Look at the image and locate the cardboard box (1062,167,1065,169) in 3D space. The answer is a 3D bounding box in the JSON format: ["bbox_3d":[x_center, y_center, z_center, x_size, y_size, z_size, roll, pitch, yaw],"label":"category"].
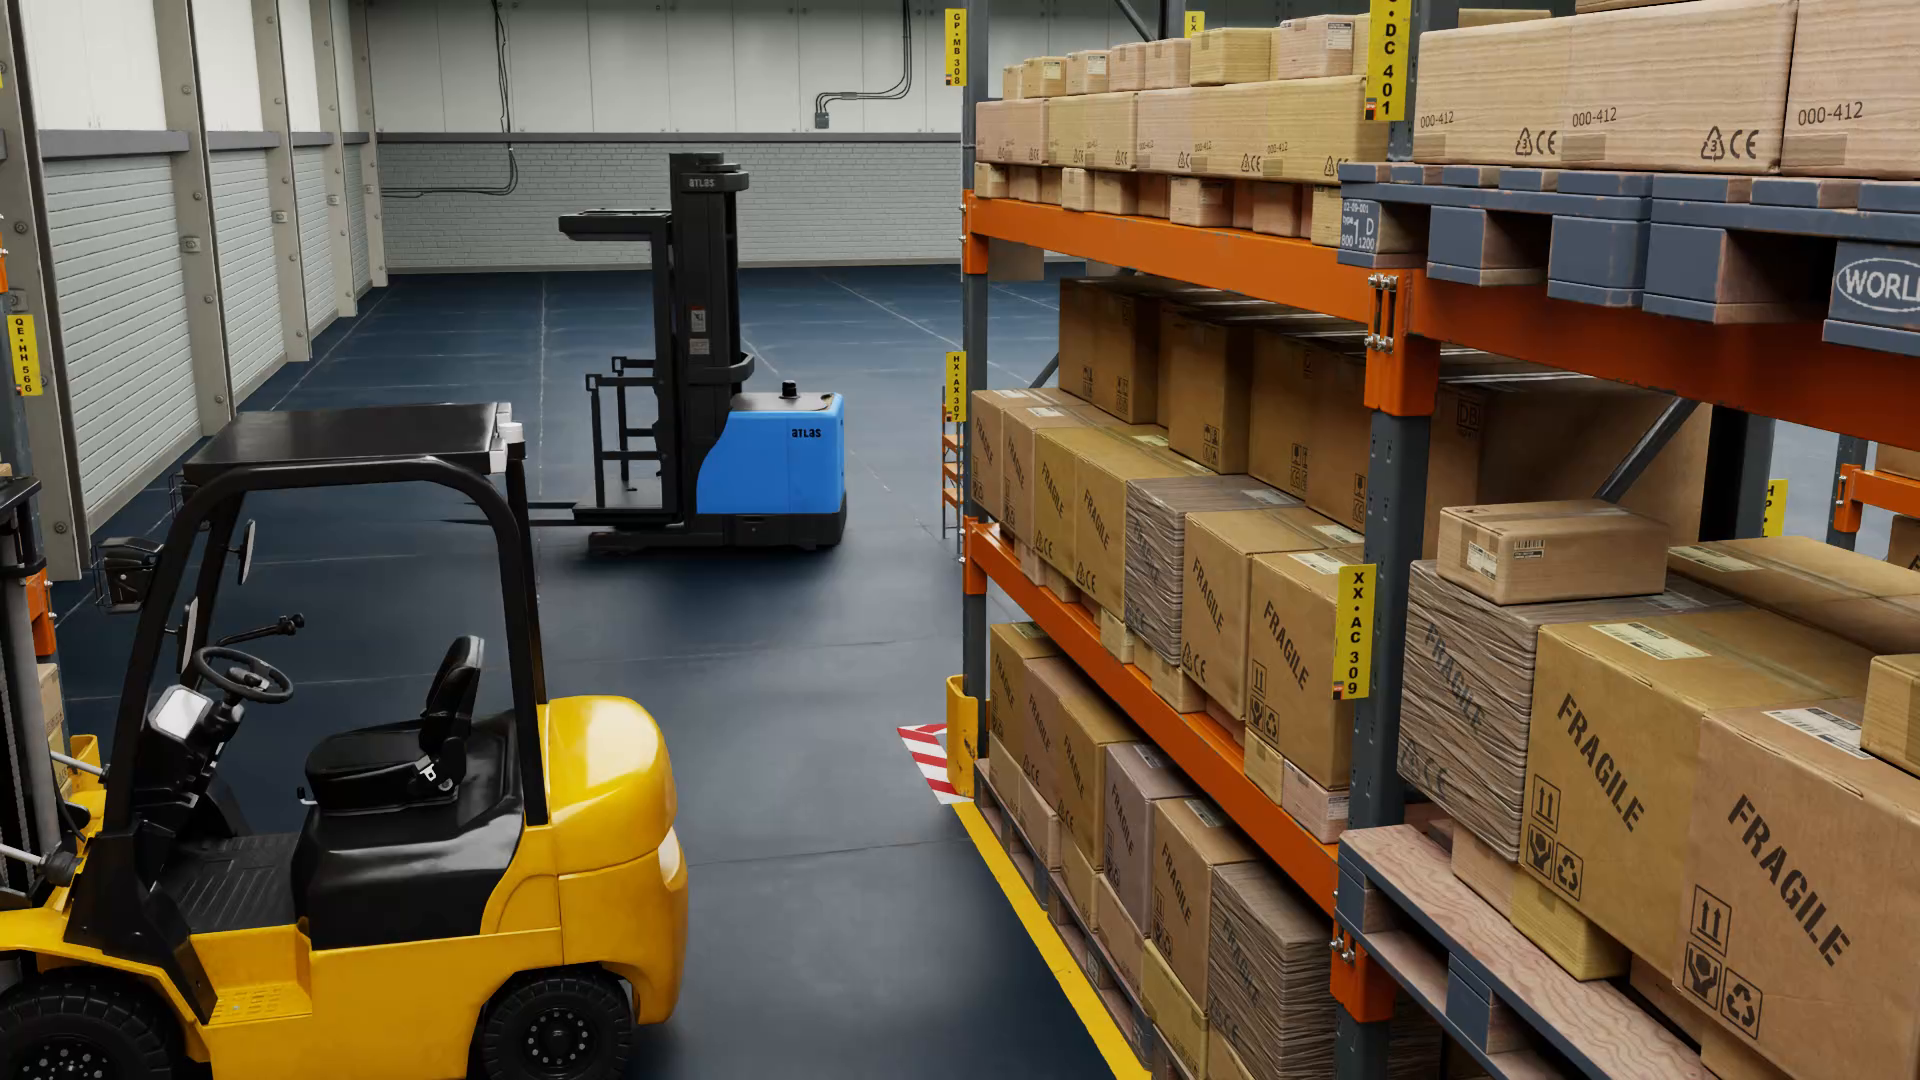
[{"bbox_3d":[0.601,-1.323,6.231,0.380,0.149,0.250,-4,14,-15],"label":"cardboard box"}]

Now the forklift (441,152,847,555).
[{"bbox_3d":[-2.422,-1.439,12.640,3.031,2.935,1.130,0,14,-1],"label":"forklift"}]

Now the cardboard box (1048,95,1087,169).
[{"bbox_3d":[0.626,-1.481,6.039,0.500,0.250,0.500,-3,14,-12],"label":"cardboard box"}]

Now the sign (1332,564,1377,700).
[{"bbox_3d":[0.927,0.216,3.897,0.100,0.325,0.005,-3,14,-13],"label":"sign"}]

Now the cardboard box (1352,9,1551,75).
[{"bbox_3d":[1.166,-1.179,3.959,0.380,0.149,0.250,-3,14,-12],"label":"cardboard box"}]

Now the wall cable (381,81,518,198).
[{"bbox_3d":[-11.476,-8.909,36.977,3.097,2.526,0.112,-3,14,-13],"label":"wall cable"}]

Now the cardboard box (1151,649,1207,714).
[{"bbox_3d":[0.839,0.436,5.353,0.380,0.149,0.250,-3,14,-14],"label":"cardboard box"}]

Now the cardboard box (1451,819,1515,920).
[{"bbox_3d":[1.275,0.668,3.517,0.380,0.149,0.250,-3,14,-12],"label":"cardboard box"}]

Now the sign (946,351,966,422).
[{"bbox_3d":[-0.015,-0.708,7.681,0.100,0.325,0.005,-3,14,-13],"label":"sign"}]

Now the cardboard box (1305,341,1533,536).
[{"bbox_3d":[1.461,-0.307,4.917,0.700,0.500,0.500,-3,14,-13],"label":"cardboard box"}]

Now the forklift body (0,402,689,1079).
[{"bbox_3d":[-2.092,0.708,5.498,2.313,2.155,1.214,-3,14,-13],"label":"forklift body"}]

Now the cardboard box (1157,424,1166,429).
[{"bbox_3d":[1.021,-0.285,6.937,0.500,0.500,0.500,-3,14,-13],"label":"cardboard box"}]

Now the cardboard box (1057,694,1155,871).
[{"bbox_3d":[0.677,0.893,6.280,0.500,0.500,0.500,-3,14,-12],"label":"cardboard box"}]

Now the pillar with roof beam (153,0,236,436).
[{"bbox_3d":[-3.657,-5.752,17.510,9.100,9.000,0.400,-3,14,-13],"label":"pillar with roof beam"}]

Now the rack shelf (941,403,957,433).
[{"bbox_3d":[0.039,-0.926,12.535,0.258,0.148,0.480,-3,14,-13],"label":"rack shelf"}]

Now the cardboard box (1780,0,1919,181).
[{"bbox_3d":[1.460,-0.594,2.151,0.500,0.250,0.500,-3,14,-14],"label":"cardboard box"}]

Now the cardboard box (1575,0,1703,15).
[{"bbox_3d":[1.327,-0.955,2.572,0.500,0.250,0.500,-4,14,-14],"label":"cardboard box"}]

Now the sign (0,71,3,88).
[{"bbox_3d":[-3.780,-1.916,6.431,0.100,0.325,0.005,-3,14,-13],"label":"sign"}]

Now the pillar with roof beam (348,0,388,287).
[{"bbox_3d":[-7.885,-9.905,34.507,9.100,9.000,0.400,-3,14,-13],"label":"pillar with roof beam"}]

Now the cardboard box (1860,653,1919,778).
[{"bbox_3d":[1.574,0.266,2.430,0.380,0.149,0.250,-2,14,-10],"label":"cardboard box"}]

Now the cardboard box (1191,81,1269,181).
[{"bbox_3d":[0.967,-1.127,4.590,0.500,0.250,0.500,-4,14,-14],"label":"cardboard box"}]

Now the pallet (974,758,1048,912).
[{"bbox_3d":[0.687,1.244,7.392,1.003,0.211,1.213,-3,14,-13],"label":"pallet"}]

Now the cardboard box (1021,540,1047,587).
[{"bbox_3d":[0.463,0.078,6.815,0.380,0.149,0.250,-3,14,-12],"label":"cardboard box"}]

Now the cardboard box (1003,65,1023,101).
[{"bbox_3d":[0.398,-1.947,7.105,0.380,0.149,0.250,-3,14,-14],"label":"cardboard box"}]

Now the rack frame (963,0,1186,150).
[{"bbox_3d":[0.513,-3.232,7.196,1.000,3.000,0.127,-3,14,-13],"label":"rack frame"}]

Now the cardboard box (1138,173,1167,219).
[{"bbox_3d":[0.811,-1.148,5.514,0.380,0.149,0.250,-3,14,-14],"label":"cardboard box"}]

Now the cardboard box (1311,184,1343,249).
[{"bbox_3d":[1.081,-0.786,4.033,0.380,0.149,0.250,-3,14,-13],"label":"cardboard box"}]

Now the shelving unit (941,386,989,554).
[{"bbox_3d":[0.039,-0.545,12.628,0.258,1.200,0.503,-3,14,-13],"label":"shelving unit"}]

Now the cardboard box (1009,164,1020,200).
[{"bbox_3d":[0.424,-1.503,6.967,0.380,0.149,0.250,-4,14,-15],"label":"cardboard box"}]

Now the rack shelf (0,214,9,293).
[{"bbox_3d":[-3.841,-0.687,4.613,1.077,0.370,4.000,-3,14,-13],"label":"rack shelf"}]

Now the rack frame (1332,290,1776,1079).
[{"bbox_3d":[1.452,0.605,4.131,1.000,3.000,0.127,-3,14,-13],"label":"rack frame"}]

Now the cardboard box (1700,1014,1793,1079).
[{"bbox_3d":[1.486,0.849,2.776,0.380,0.149,0.250,-3,14,-12],"label":"cardboard box"}]

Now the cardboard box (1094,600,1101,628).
[{"bbox_3d":[0.710,0.256,6.087,0.380,0.149,0.250,-4,14,-15],"label":"cardboard box"}]

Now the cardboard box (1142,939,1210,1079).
[{"bbox_3d":[0.917,1.493,5.405,0.500,0.250,0.500,-4,14,-15],"label":"cardboard box"}]

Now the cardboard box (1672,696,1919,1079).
[{"bbox_3d":[1.505,0.562,2.583,0.500,0.500,0.500,-3,14,-14],"label":"cardboard box"}]

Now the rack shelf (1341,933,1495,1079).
[{"bbox_3d":[1.922,1.416,2.328,1.077,0.370,4.000,-3,14,-13],"label":"rack shelf"}]

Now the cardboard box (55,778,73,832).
[{"bbox_3d":[-3.894,1.182,6.677,0.500,0.250,0.500,-3,14,-13],"label":"cardboard box"}]

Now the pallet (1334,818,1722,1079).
[{"bbox_3d":[1.490,0.882,3.399,1.003,0.211,1.213,-3,14,-13],"label":"pallet"}]

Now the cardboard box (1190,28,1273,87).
[{"bbox_3d":[0.867,-1.352,4.669,0.380,0.149,0.250,-3,14,-12],"label":"cardboard box"}]

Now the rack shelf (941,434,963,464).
[{"bbox_3d":[0.039,-0.697,12.591,0.258,0.148,0.480,-3,14,-13],"label":"rack shelf"}]

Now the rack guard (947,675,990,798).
[{"bbox_3d":[0.531,0.914,8.133,1.175,0.500,0.348,-3,14,-13],"label":"rack guard"}]

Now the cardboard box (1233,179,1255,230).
[{"bbox_3d":[1.011,-0.968,4.778,0.380,0.149,0.250,-4,14,-15],"label":"cardboard box"}]

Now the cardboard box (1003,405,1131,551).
[{"bbox_3d":[0.479,-0.267,6.862,0.500,0.500,0.500,-3,14,-11],"label":"cardboard box"}]

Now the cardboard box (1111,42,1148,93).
[{"bbox_3d":[0.709,-1.531,5.402,0.380,0.149,0.250,-3,14,-12],"label":"cardboard box"}]

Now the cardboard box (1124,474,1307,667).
[{"bbox_3d":[0.852,0.085,5.420,0.500,0.500,0.500,-3,14,-12],"label":"cardboard box"}]

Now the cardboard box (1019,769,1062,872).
[{"bbox_3d":[0.546,1.134,6.876,0.500,0.250,0.500,-3,14,-11],"label":"cardboard box"}]

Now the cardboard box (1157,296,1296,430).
[{"bbox_3d":[1.176,-0.662,6.372,0.700,0.500,0.500,-3,14,-14],"label":"cardboard box"}]

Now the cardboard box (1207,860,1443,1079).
[{"bbox_3d":[1.052,1.251,4.816,0.500,0.500,0.500,-3,14,-14],"label":"cardboard box"}]

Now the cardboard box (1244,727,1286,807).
[{"bbox_3d":[1.015,0.613,4.629,0.380,0.149,0.250,-3,14,-12],"label":"cardboard box"}]
